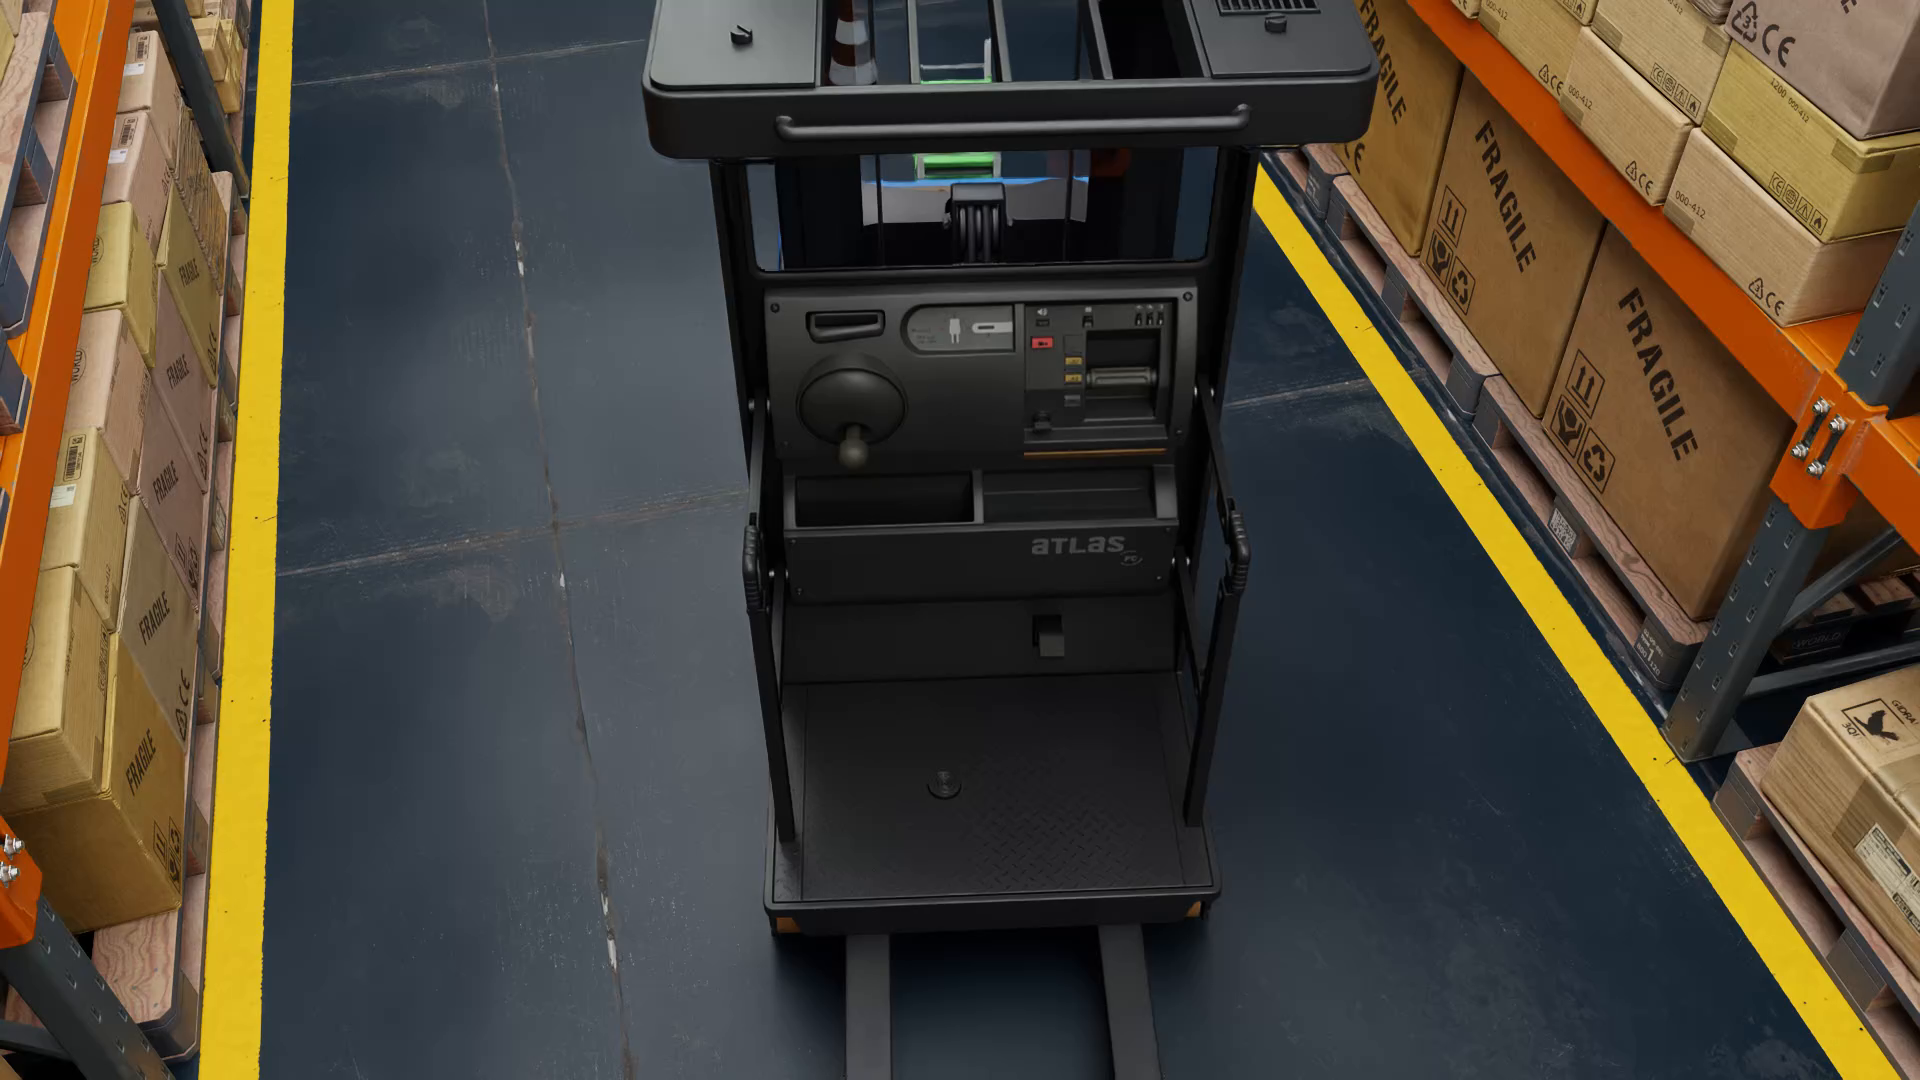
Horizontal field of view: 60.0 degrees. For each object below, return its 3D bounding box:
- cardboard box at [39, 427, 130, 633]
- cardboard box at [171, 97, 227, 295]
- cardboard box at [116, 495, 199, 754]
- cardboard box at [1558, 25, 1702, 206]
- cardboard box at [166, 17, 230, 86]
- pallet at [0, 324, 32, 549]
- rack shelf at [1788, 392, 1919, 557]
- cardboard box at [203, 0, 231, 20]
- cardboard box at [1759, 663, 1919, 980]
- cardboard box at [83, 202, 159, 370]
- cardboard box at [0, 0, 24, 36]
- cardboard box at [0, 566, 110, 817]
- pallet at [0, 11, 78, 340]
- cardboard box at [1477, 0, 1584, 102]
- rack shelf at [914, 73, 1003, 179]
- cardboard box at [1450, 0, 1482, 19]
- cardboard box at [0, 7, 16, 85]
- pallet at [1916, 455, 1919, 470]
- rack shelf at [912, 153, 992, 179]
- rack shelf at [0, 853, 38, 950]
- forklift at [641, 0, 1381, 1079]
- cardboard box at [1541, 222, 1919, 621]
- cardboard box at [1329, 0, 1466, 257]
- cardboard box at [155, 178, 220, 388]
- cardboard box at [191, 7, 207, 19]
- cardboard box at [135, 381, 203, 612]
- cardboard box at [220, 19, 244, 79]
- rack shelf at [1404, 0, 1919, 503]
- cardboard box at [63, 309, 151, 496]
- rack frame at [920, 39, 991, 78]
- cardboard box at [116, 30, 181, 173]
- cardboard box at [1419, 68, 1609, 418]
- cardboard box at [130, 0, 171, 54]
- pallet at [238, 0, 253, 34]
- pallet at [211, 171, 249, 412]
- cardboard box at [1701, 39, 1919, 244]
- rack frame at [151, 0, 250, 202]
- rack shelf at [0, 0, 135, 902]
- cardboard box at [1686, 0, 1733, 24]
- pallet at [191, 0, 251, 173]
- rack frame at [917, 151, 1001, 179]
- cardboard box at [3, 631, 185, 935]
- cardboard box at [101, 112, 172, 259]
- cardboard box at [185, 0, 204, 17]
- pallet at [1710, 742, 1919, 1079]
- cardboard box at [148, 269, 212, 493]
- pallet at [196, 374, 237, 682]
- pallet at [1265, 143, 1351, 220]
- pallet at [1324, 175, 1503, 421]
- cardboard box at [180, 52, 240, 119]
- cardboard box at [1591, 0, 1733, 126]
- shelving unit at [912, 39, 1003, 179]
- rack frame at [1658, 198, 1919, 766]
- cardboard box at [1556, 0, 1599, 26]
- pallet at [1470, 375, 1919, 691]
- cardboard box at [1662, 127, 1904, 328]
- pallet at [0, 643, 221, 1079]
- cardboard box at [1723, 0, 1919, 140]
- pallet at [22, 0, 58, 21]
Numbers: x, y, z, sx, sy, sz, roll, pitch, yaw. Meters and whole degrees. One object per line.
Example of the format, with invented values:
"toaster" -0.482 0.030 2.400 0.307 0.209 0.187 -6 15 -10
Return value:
"cardboard box" -2.352 0.015 4.066 0.500 0.250 0.500 -11 47 -11
"cardboard box" -2.871 -1.148 5.731 0.500 0.500 0.500 -12 47 -11
"cardboard box" -2.346 0.267 4.345 0.500 0.500 0.500 -10 46 -10
"cardboard box" 1.953 -1.154 4.385 0.500 0.250 0.500 -10 46 -10
"cardboard box" -3.087 -1.903 6.509 0.380 0.149 0.250 -9 46 -8
"pallet" -2.565 0.015 3.269 1.213 0.211 1.003 -11 47 -10
"rack shelf" 2.991 1.078 2.597 1.077 0.370 4.000 -11 47 -10
"cardboard box" -3.269 -2.146 6.955 0.380 0.149 0.250 -11 47 -11
"cardboard box" 2.614 0.610 4.098 0.950 0.372 0.625 -14 47 -13
"cardboard box" -2.601 -0.688 4.755 0.500 0.250 0.500 -13 47 -12
"cardboard box" -2.741 -1.447 4.449 0.380 0.149 0.250 -13 47 -12
"cardboard box" -2.222 0.365 3.723 0.500 0.250 0.500 -13 47 -12
"pallet" -2.826 -0.872 4.138 1.003 0.211 1.213 -11 47 -10
"cardboard box" 1.840 -1.504 4.729 0.500 0.250 0.500 -11 47 -11
"rack shelf" -0.015 -1.216 5.019 0.258 0.148 0.480 -2 46 -2
"cardboard box" 1.682 -1.851 5.069 0.500 0.250 0.500 -11 47 -11
"cardboard box" -2.674 -1.264 4.270 0.380 0.149 0.250 -9 46 -9
"pallet" 2.765 -0.015 3.299 1.213 0.211 1.003 -11 47 -10
"rack shelf" -0.015 -1.048 5.191 0.258 0.148 0.480 -2 46 -2
"rack shelf" -1.768 2.053 1.642 1.077 0.370 4.000 -11 47 -10
"forklift" 0.060 -0.265 3.458 1.130 2.935 3.031 -2 46 -2
"cardboard box" 2.383 -0.450 4.784 0.875 0.875 0.875 -11 47 -11
"cardboard box" 1.930 -1.684 5.994 0.875 0.875 0.875 -9 46 -9
"cardboard box" -2.740 -0.794 5.384 0.500 0.500 0.500 -12 47 -11
"cardboard box" -3.239 -2.062 6.664 0.380 0.149 0.250 -10 46 -10
"cardboard box" -2.482 -0.087 4.691 0.500 0.500 0.500 -12 47 -11
"cardboard box" -3.155 -1.984 6.796 0.380 0.149 0.250 -9 46 -9
"rack shelf" 1.967 -1.684 5.303 1.077 0.370 4.000 -11 47 -10
"cardboard box" -2.467 -0.329 4.403 0.500 0.250 0.500 -10 46 -10
"rack frame" -0.026 -1.099 5.487 0.240 1.200 0.015 -2 46 -2
"cardboard box" -2.869 -1.408 5.461 0.500 0.250 0.500 -12 47 -11
"cardboard box" 2.159 -1.066 5.389 0.875 0.875 0.875 -10 46 -10
"cardboard box" -3.192 -1.974 6.370 0.380 0.149 0.250 -9 46 -9
"pallet" -3.826 -2.666 7.715 1.003 0.211 1.213 -11 47 -10
"pallet" -3.103 -0.828 5.914 1.003 0.211 1.213 -11 47 -10
"cardboard box" 2.110 -0.965 3.850 0.500 0.250 0.500 -11 47 -10
"rack frame" -3.304 -2.341 5.444 1.000 3.000 0.127 -11 47 -10
"rack shelf" -2.792 -0.709 4.348 1.077 0.370 4.000 -11 47 -10
"cardboard box" 1.955 -1.601 3.949 0.500 0.500 0.500 -10 46 -10
"pallet" -3.510 -1.823 6.888 1.003 0.211 1.213 -11 47 -10
"rack frame" -0.004 -0.751 5.146 0.240 1.200 0.015 -2 46 -2
"cardboard box" -2.214 0.613 4.005 0.500 0.500 0.500 -13 47 -12
"cardboard box" -2.750 -1.051 5.110 0.500 0.250 0.500 -9 46 -8
"cardboard box" -3.205 -2.175 6.567 0.380 0.149 0.250 -9 46 -8
"pallet" 2.678 0.961 4.160 1.003 0.211 1.213 -11 47 -10
"cardboard box" -2.613 -0.439 5.036 0.500 0.500 0.500 -12 47 -11
"pallet" -2.787 0.016 5.087 1.003 0.211 1.213 -11 47 -10
"pallet" 1.726 -1.821 6.887 1.003 0.211 1.213 -11 47 -10
"pallet" 2.042 -0.977 6.060 1.003 0.211 1.213 -11 47 -10
"cardboard box" -3.087 -1.801 6.616 0.380 0.149 0.250 -13 47 -12
"cardboard box" 1.975 -1.318 4.197 0.500 0.250 0.500 -12 47 -11
"shelving unit" -0.015 -0.925 5.316 0.258 1.200 0.503 -2 46 -2
"rack frame" 2.479 -0.555 3.693 1.000 3.000 0.127 -11 47 -10
"cardboard box" 1.824 -1.668 4.539 0.500 0.250 0.500 -12 47 -11
"pallet" 2.350 -0.137 5.236 1.003 0.211 1.213 -11 47 -10
"cardboard box" 2.099 -0.804 4.042 0.500 0.250 0.500 -12 47 -12
"pallet" -2.479 0.857 4.263 1.003 0.211 1.213 -11 47 -10
"cardboard box" 2.094 -1.249 3.603 0.500 0.500 0.500 -12 47 -11
"pallet" -3.249 -1.720 4.970 1.003 0.211 1.213 -11 47 -10
